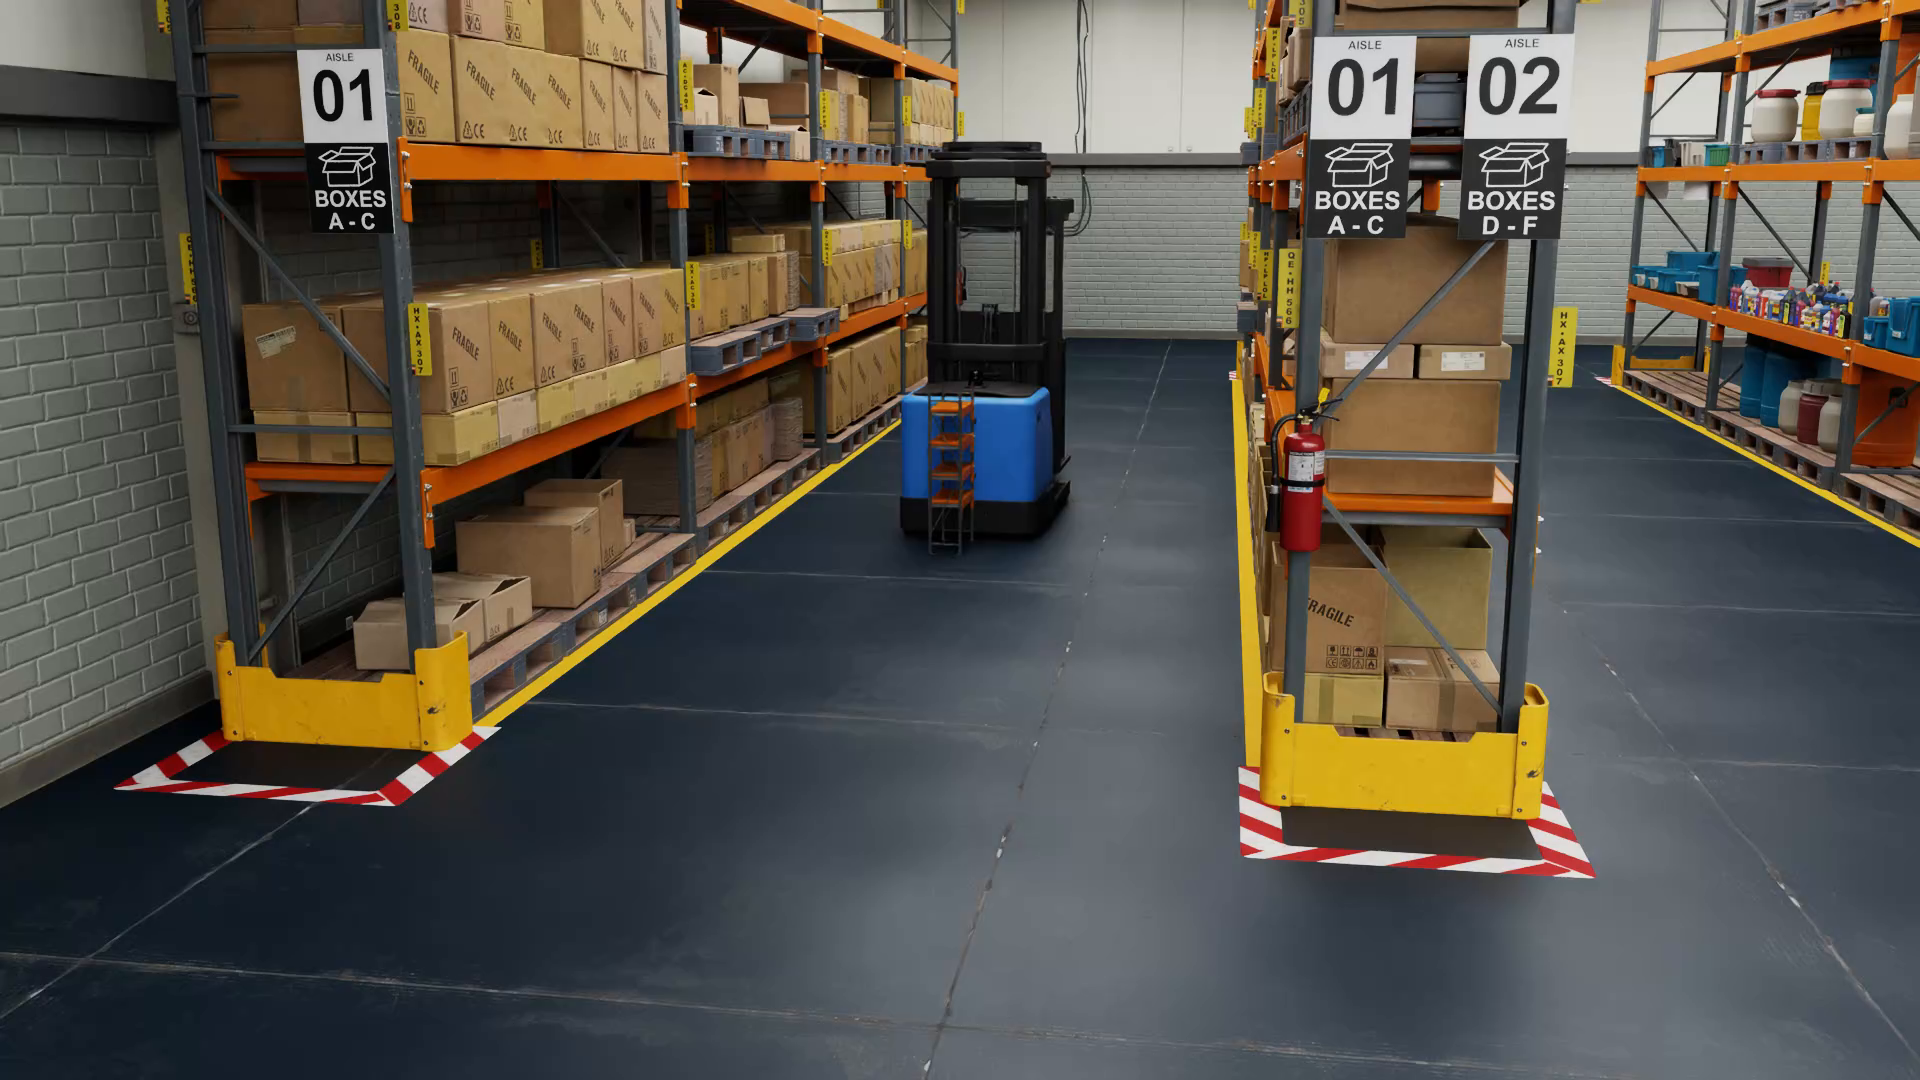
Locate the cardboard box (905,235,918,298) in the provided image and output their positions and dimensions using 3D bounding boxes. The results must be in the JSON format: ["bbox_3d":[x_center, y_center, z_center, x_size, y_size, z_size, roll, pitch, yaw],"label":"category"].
[{"bbox_3d":[-1.043,-3.261,19.791,0.980,0.700,0.700,2,12,10],"label":"cardboard box"}]

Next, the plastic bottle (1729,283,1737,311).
[{"bbox_3d":[8.169,-2.561,17.534,0.061,0.283,0.133,2,12,9],"label":"plastic bottle"}]

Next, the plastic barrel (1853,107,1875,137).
[{"bbox_3d":[8.052,-3.680,14.660,0.301,0.262,0.301,0,12,0],"label":"plastic barrel"}]

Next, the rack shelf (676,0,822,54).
[{"bbox_3d":[-2.065,-4.138,12.992,1.077,0.370,4.000,2,12,9],"label":"rack shelf"}]

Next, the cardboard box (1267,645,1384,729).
[{"bbox_3d":[1.698,0.674,7.777,0.500,0.250,0.500,2,12,9],"label":"cardboard box"}]

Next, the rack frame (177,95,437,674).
[{"bbox_3d":[-2.988,-0.504,7.710,1.000,3.000,0.127,2,12,9],"label":"rack frame"}]

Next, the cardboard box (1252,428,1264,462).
[{"bbox_3d":[2.535,-0.722,12.923,0.500,0.311,0.500,2,12,8],"label":"cardboard box"}]

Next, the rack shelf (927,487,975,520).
[{"bbox_3d":[-0.063,-0.266,12.140,0.258,0.148,0.480,2,12,10],"label":"rack shelf"}]

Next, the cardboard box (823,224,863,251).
[{"bbox_3d":[-1.278,-3.042,16.717,0.500,0.250,0.500,2,12,9],"label":"cardboard box"}]

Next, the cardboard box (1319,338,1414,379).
[{"bbox_3d":[1.778,-0.796,7.288,0.380,0.149,0.250,2,12,8],"label":"cardboard box"}]

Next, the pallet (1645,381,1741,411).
[{"bbox_3d":[8.907,-1.726,20.003,1.003,0.211,1.213,2,12,9],"label":"pallet"}]

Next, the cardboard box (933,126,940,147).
[{"bbox_3d":[-0.532,-5.103,21.056,0.500,0.250,0.500,2,12,7],"label":"cardboard box"}]

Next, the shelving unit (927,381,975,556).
[{"bbox_3d":[-0.063,-0.525,12.084,0.258,1.200,0.503,2,12,10],"label":"shelving unit"}]

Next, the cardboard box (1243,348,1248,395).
[{"bbox_3d":[3.560,-1.963,19.370,0.500,0.500,0.500,2,12,9],"label":"cardboard box"}]

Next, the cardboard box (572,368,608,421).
[{"bbox_3d":[-2.369,-0.851,9.630,0.500,0.250,0.500,2,12,9],"label":"cardboard box"}]

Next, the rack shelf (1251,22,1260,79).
[{"bbox_3d":[4.060,-5.838,19.936,1.077,0.370,4.000,2,12,9],"label":"rack shelf"}]

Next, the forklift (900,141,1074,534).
[{"bbox_3d":[0.325,-1.738,13.600,1.130,2.935,3.031,2,12,10],"label":"forklift"}]

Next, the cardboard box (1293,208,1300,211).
[{"bbox_3d":[4.419,-3.897,20.847,0.500,0.500,0.500,2,12,10],"label":"cardboard box"}]

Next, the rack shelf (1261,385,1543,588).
[{"bbox_3d":[2.215,-0.409,8.977,1.077,0.370,4.000,2,12,9],"label":"rack shelf"}]

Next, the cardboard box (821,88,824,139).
[{"bbox_3d":[-1.710,-4.114,16.061,0.700,0.500,0.500,1,12,6],"label":"cardboard box"}]

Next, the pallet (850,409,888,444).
[{"bbox_3d":[-1.372,-1.221,17.656,1.003,0.211,1.213,2,12,9],"label":"pallet"}]

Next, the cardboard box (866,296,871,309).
[{"bbox_3d":[-1.153,-2.546,17.736,0.380,0.149,0.250,2,12,7],"label":"cardboard box"}]

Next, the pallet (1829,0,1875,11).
[{"bbox_3d":[8.173,-4.642,14.070,1.213,0.211,1.003,2,12,9],"label":"pallet"}]

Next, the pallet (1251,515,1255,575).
[{"bbox_3d":[2.597,0.032,11.844,1.003,0.211,1.213,2,12,9],"label":"pallet"}]

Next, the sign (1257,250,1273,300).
[{"bbox_3d":[1.985,-1.719,10.791,0.100,0.325,0.005,2,12,9],"label":"sign"}]

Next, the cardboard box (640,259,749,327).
[{"bbox_3d":[-2.097,-1.959,13.183,0.700,0.500,0.500,4,13,16],"label":"cardboard box"}]

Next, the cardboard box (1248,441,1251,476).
[{"bbox_3d":[2.691,-0.666,13.994,0.500,0.250,0.500,2,12,7],"label":"cardboard box"}]

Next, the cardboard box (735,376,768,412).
[{"bbox_3d":[-1.966,-1.260,14.331,0.500,0.250,0.500,2,12,10],"label":"cardboard box"}]

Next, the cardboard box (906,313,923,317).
[{"bbox_3d":[-0.714,-3.018,22.775,0.380,0.149,0.250,2,12,9],"label":"cardboard box"}]

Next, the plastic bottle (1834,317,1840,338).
[{"bbox_3d":[7.708,-1.872,14.532,0.097,0.201,0.097,0,12,0],"label":"plastic bottle"}]

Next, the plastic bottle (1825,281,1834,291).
[{"bbox_3d":[8.829,-2.455,16.880,0.144,0.351,0.185,2,12,9],"label":"plastic bottle"}]

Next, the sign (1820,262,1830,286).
[{"bbox_3d":[9.190,-2.798,17.698,0.100,0.325,0.005,2,12,9],"label":"sign"}]

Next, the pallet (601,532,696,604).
[{"bbox_3d":[-2.441,0.168,11.213,1.003,0.211,1.213,2,12,9],"label":"pallet"}]

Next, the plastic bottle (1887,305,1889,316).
[{"bbox_3d":[8.605,-2.080,15.331,0.097,0.271,0.097,0,12,0],"label":"plastic bottle"}]

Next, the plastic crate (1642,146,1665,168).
[{"bbox_3d":[8.927,-4.845,21.043,0.497,0.269,0.590,2,12,9],"label":"plastic crate"}]

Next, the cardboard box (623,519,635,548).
[{"bbox_3d":[-2.425,-0.054,11.305,0.380,0.166,0.250,0,12,1],"label":"cardboard box"}]

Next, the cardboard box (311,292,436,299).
[{"bbox_3d":[-3.038,-1.016,8.617,0.500,0.500,0.500,2,12,9],"label":"cardboard box"}]

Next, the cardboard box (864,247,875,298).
[{"bbox_3d":[-1.190,-2.786,17.312,0.500,0.500,0.500,2,12,10],"label":"cardboard box"}]

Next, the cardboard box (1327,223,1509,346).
[{"bbox_3d":[2.000,-1.135,7.322,0.700,0.500,0.500,2,12,9],"label":"cardboard box"}]

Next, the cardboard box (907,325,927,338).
[{"bbox_3d":[-0.613,-2.628,20.966,0.380,0.149,0.250,2,12,7],"label":"cardboard box"}]

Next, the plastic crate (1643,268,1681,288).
[{"bbox_3d":[8.797,-3.283,20.862,0.416,0.233,0.300,2,12,9],"label":"plastic crate"}]

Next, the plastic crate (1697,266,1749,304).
[{"bbox_3d":[8.382,-2.810,18.309,0.392,0.384,0.575,2,12,9],"label":"plastic crate"}]

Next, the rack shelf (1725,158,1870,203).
[{"bbox_3d":[8.339,-3.379,15.640,1.077,0.370,4.000,2,12,9],"label":"rack shelf"}]

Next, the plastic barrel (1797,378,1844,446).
[{"bbox_3d":[8.264,-1.212,15.724,0.600,0.588,0.708,2,12,9],"label":"plastic barrel"}]

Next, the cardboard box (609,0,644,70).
[{"bbox_3d":[-2.256,-3.122,10.081,0.500,0.500,0.500,3,12,12],"label":"cardboard box"}]

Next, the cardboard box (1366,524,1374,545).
[{"bbox_3d":[2.349,0.115,8.588,0.500,0.500,0.500,2,12,9],"label":"cardboard box"}]

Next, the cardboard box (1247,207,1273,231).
[{"bbox_3d":[4.039,-4.128,21.919,0.500,0.500,0.500,2,12,10],"label":"cardboard box"}]

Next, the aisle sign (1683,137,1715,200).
[{"bbox_3d":[9.562,-4.790,21.427,0.394,0.787,0.004,2,12,9],"label":"aisle sign"}]

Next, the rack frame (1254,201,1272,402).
[{"bbox_3d":[3.138,-2.009,14.696,1.000,3.000,0.127,2,12,9],"label":"rack frame"}]

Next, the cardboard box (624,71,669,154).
[{"bbox_3d":[-2.207,-2.748,10.718,0.500,0.500,0.500,2,12,10],"label":"cardboard box"}]

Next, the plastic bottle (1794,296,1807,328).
[{"bbox_3d":[7.848,-2.127,15.519,0.061,0.283,0.133,2,12,9],"label":"plastic bottle"}]

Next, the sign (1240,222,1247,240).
[{"bbox_3d":[3.832,-4.115,22.414,0.100,0.325,0.005,2,12,9],"label":"sign"}]

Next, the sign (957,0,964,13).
[{"bbox_3d":[0.007,-7.242,22.331,0.100,0.325,0.005,2,12,9],"label":"sign"}]

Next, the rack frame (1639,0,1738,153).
[{"bbox_3d":[9.262,-6.446,21.043,1.000,3.000,0.127,2,12,9],"label":"rack frame"}]

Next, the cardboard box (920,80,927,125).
[{"bbox_3d":[-0.683,-5.262,20.011,0.500,0.500,0.500,2,12,7],"label":"cardboard box"}]
